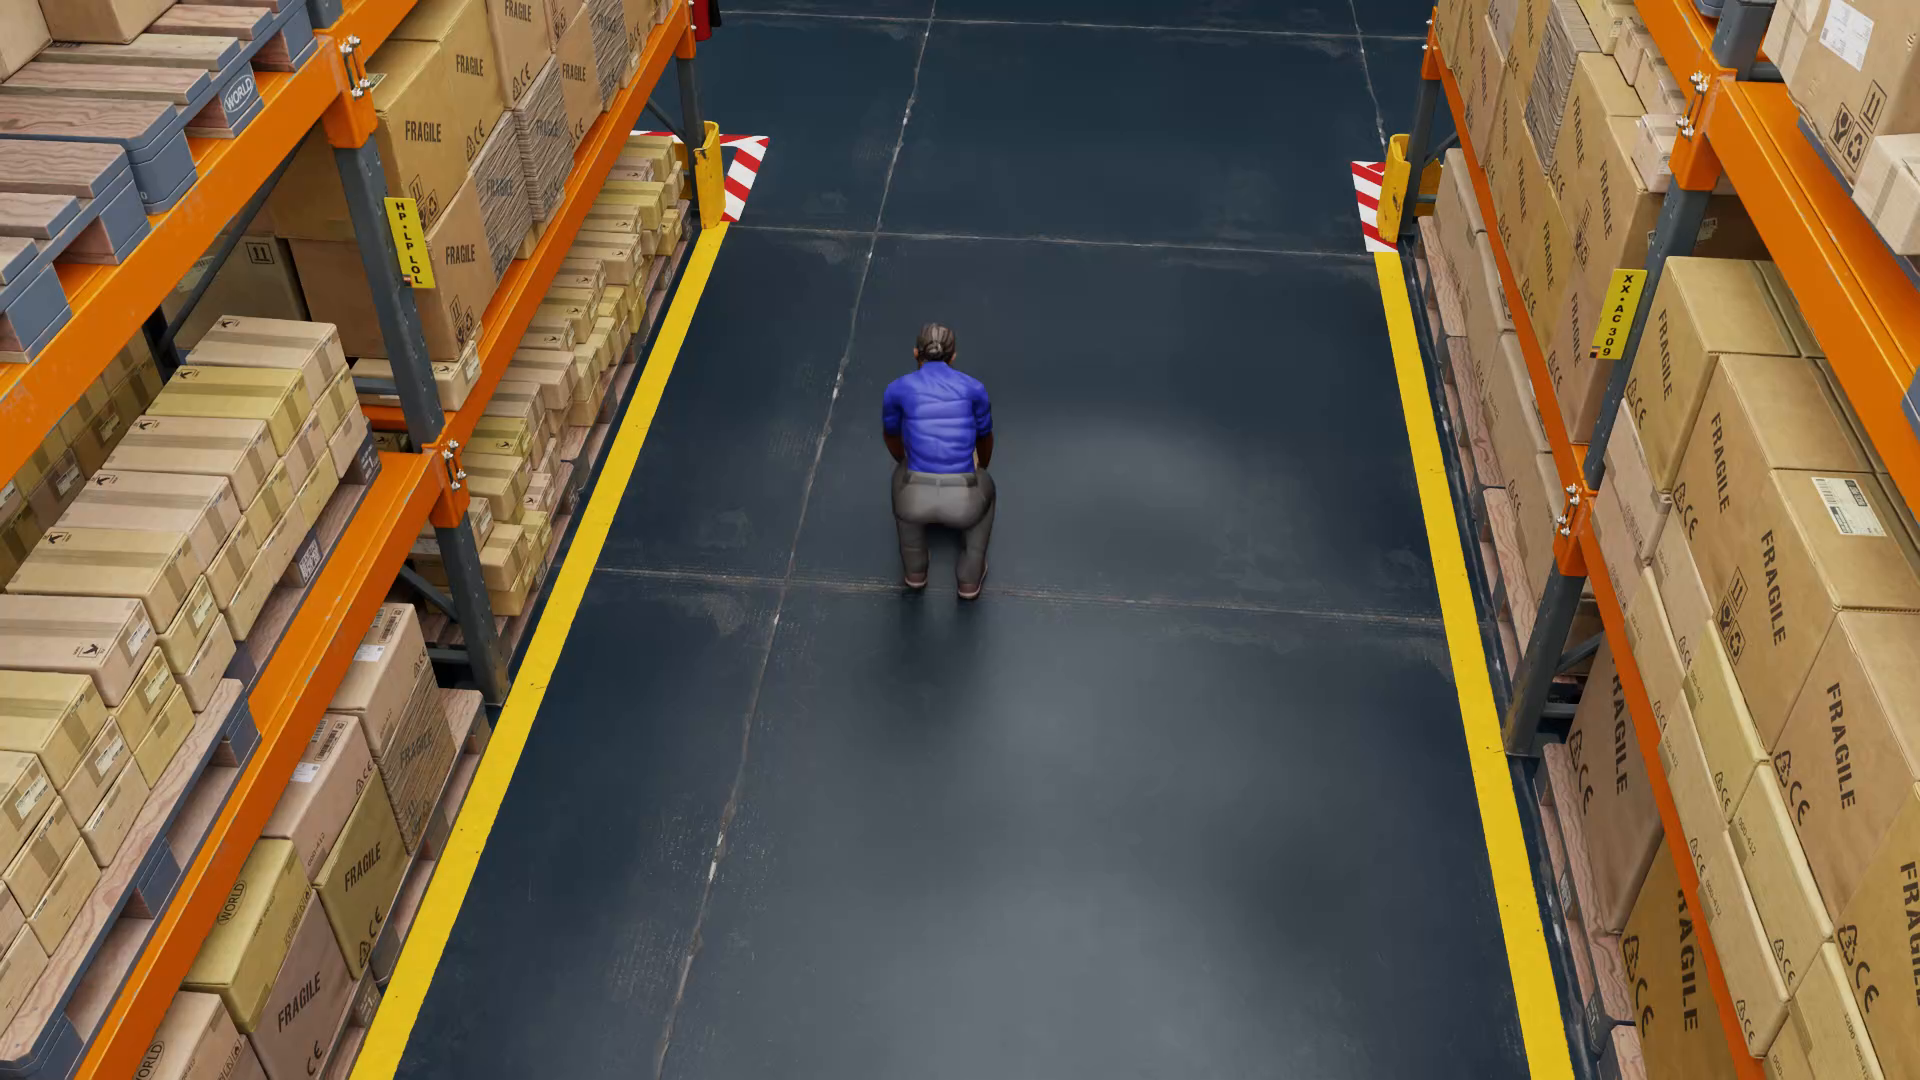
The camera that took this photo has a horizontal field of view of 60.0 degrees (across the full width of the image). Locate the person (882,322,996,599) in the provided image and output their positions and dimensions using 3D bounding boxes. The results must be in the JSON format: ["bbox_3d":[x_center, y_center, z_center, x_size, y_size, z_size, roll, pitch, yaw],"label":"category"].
[{"bbox_3d":[-0.098,-0.293,6.979,0.495,1.052,0.763,3,40,4],"label":"person"}]
